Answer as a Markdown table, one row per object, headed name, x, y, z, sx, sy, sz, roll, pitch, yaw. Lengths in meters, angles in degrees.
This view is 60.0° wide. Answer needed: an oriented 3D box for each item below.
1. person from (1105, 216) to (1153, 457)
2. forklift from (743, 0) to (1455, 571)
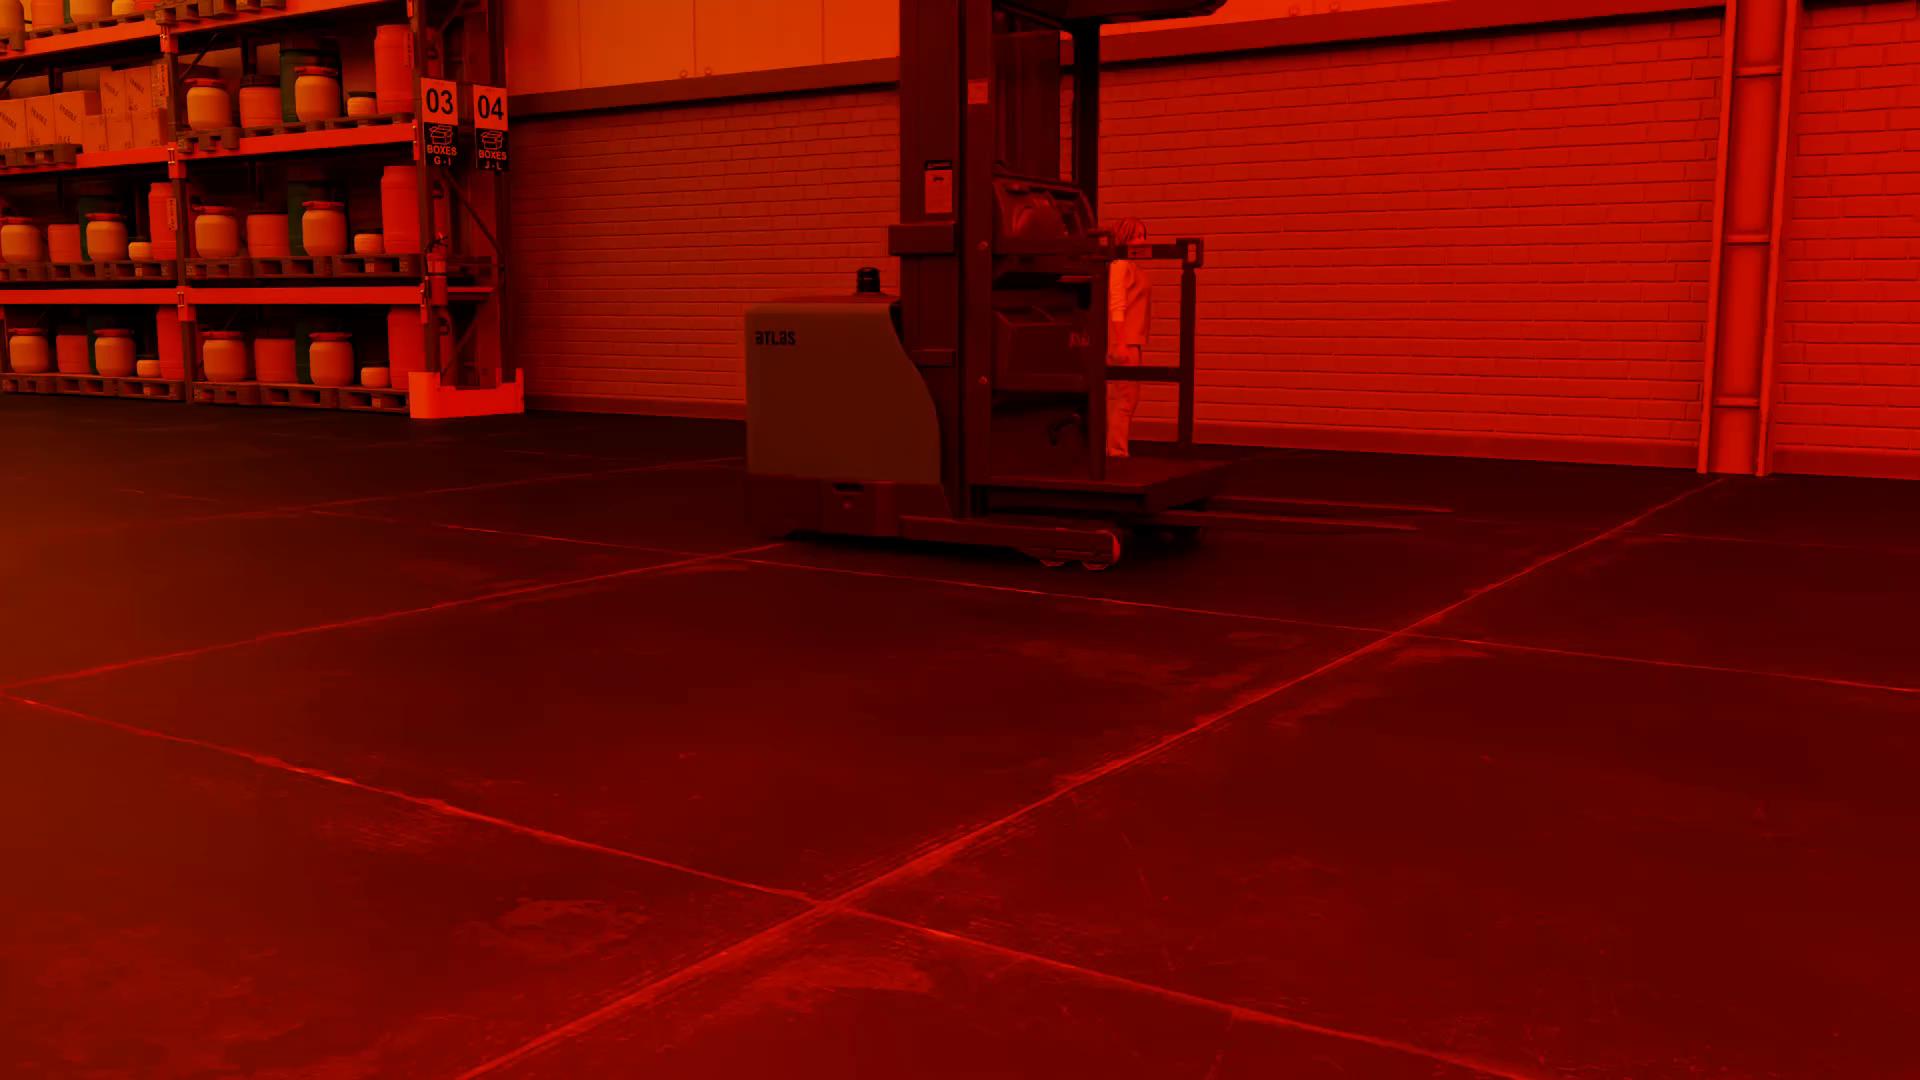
| name | x | y | z | sx | sy | sz | roll | pitch | yaw |
| --- | --- | --- | --- | --- | --- | --- | --- | --- | --- |
| person | 1.047 | -1.190 | 10.297 | 0.336 | 1.602 | 0.462 | 1 | 8 | 10 |
| forklift | 0.556 | -1.412 | 7.119 | 3.031 | 2.935 | 1.130 | 4 | 9 | 28 |
